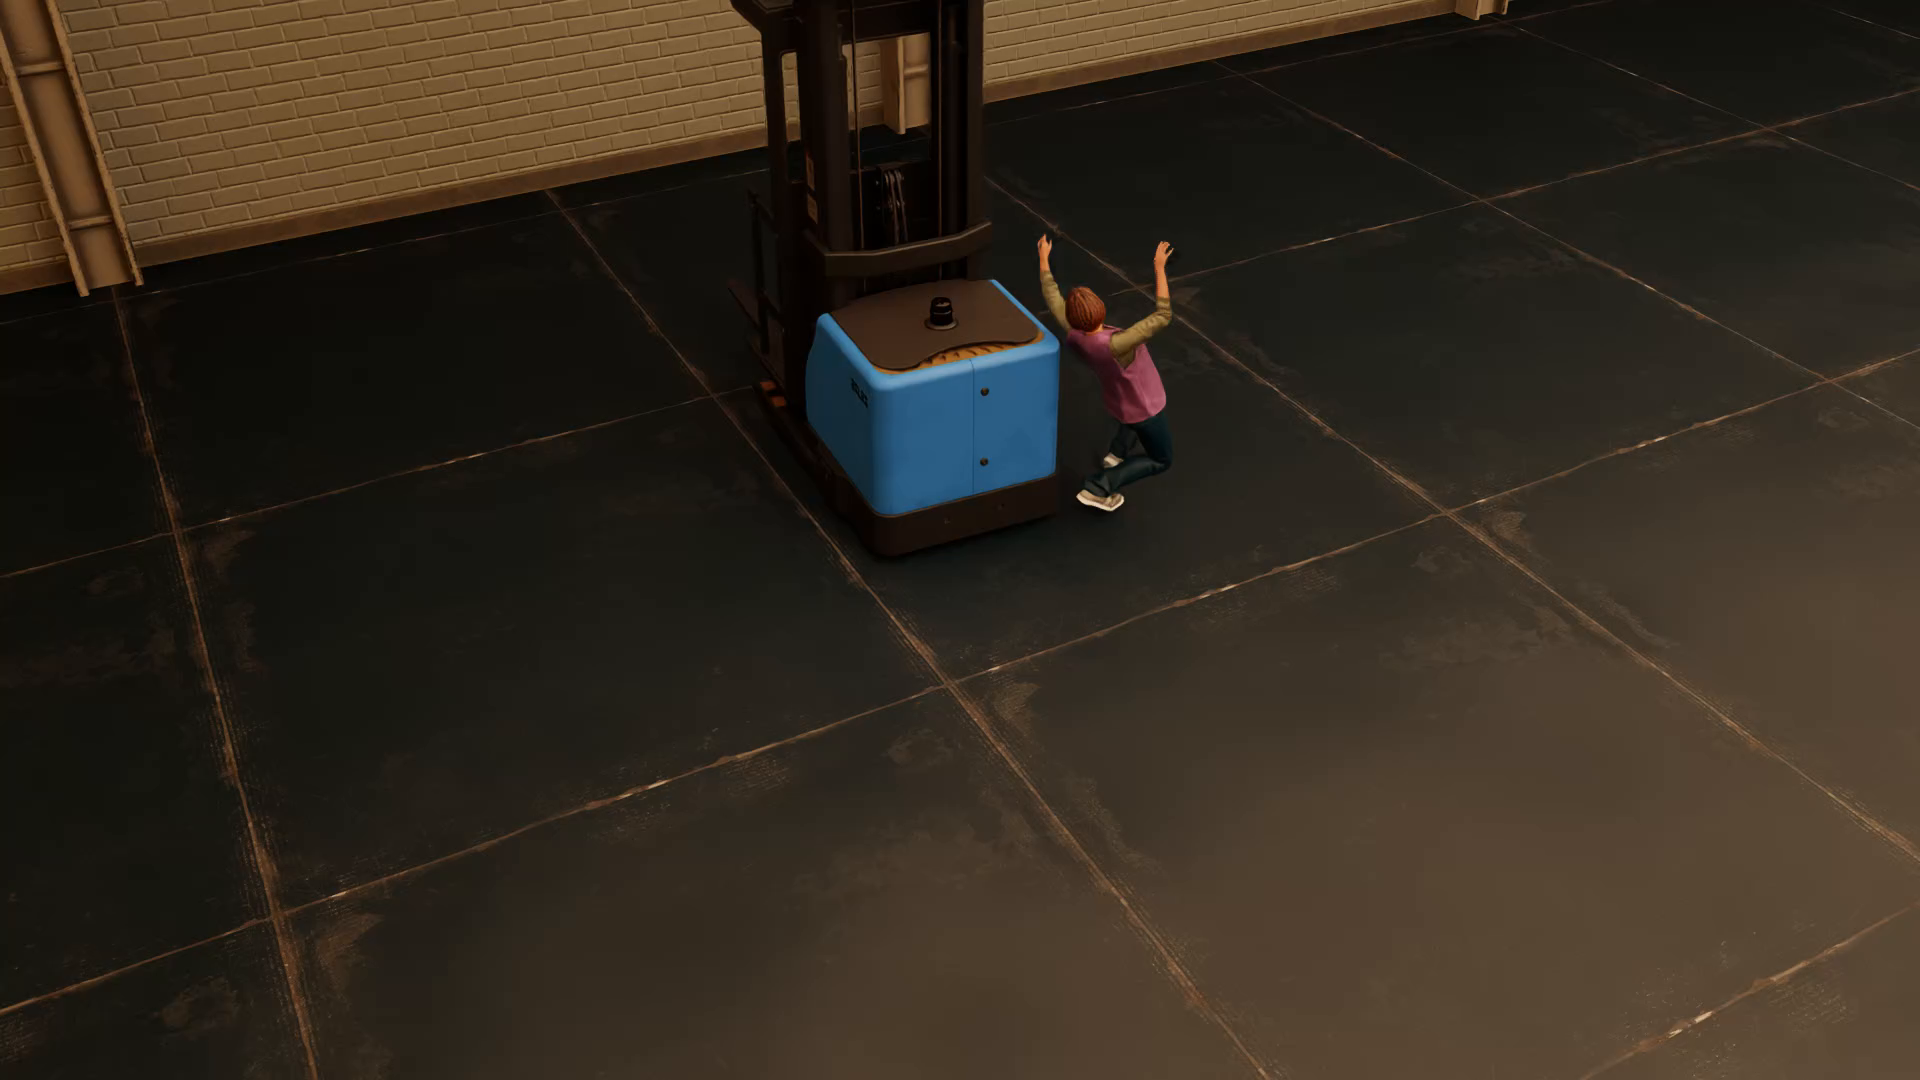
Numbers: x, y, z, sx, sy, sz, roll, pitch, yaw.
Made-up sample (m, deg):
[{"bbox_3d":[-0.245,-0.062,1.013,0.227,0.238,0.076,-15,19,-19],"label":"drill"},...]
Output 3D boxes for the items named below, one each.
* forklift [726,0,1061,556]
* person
[{"bbox_3d":[-0.557,-1.958,8.893,1.130,2.935,3.031,-15,38,-20],"label":"forklift"},{"bbox_3d":[0.770,-0.919,8.666,0.728,1.504,0.933,-18,39,-24],"label":"person"}]
